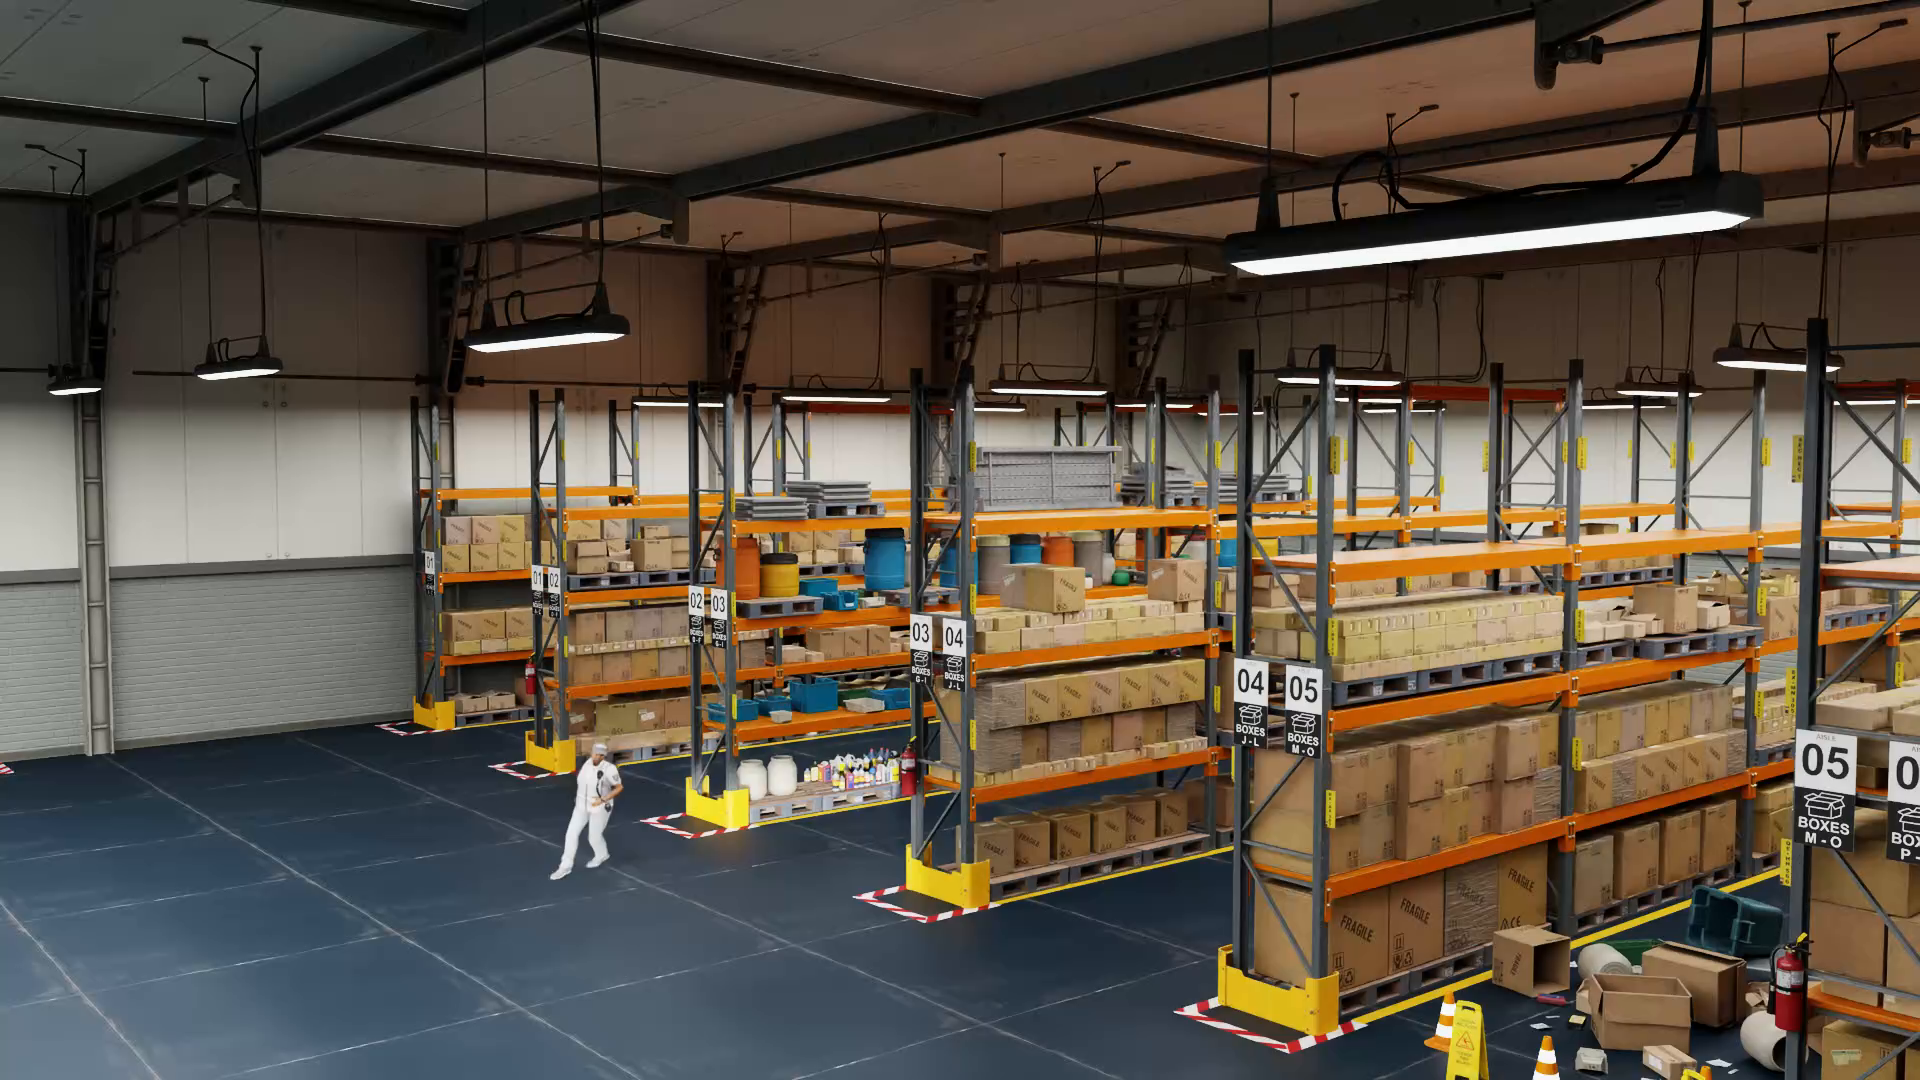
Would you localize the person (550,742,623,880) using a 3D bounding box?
[{"bbox_3d":[-4.351,3.181,19.782,0.758,1.596,0.846,1,4,19],"label":"person"}]
